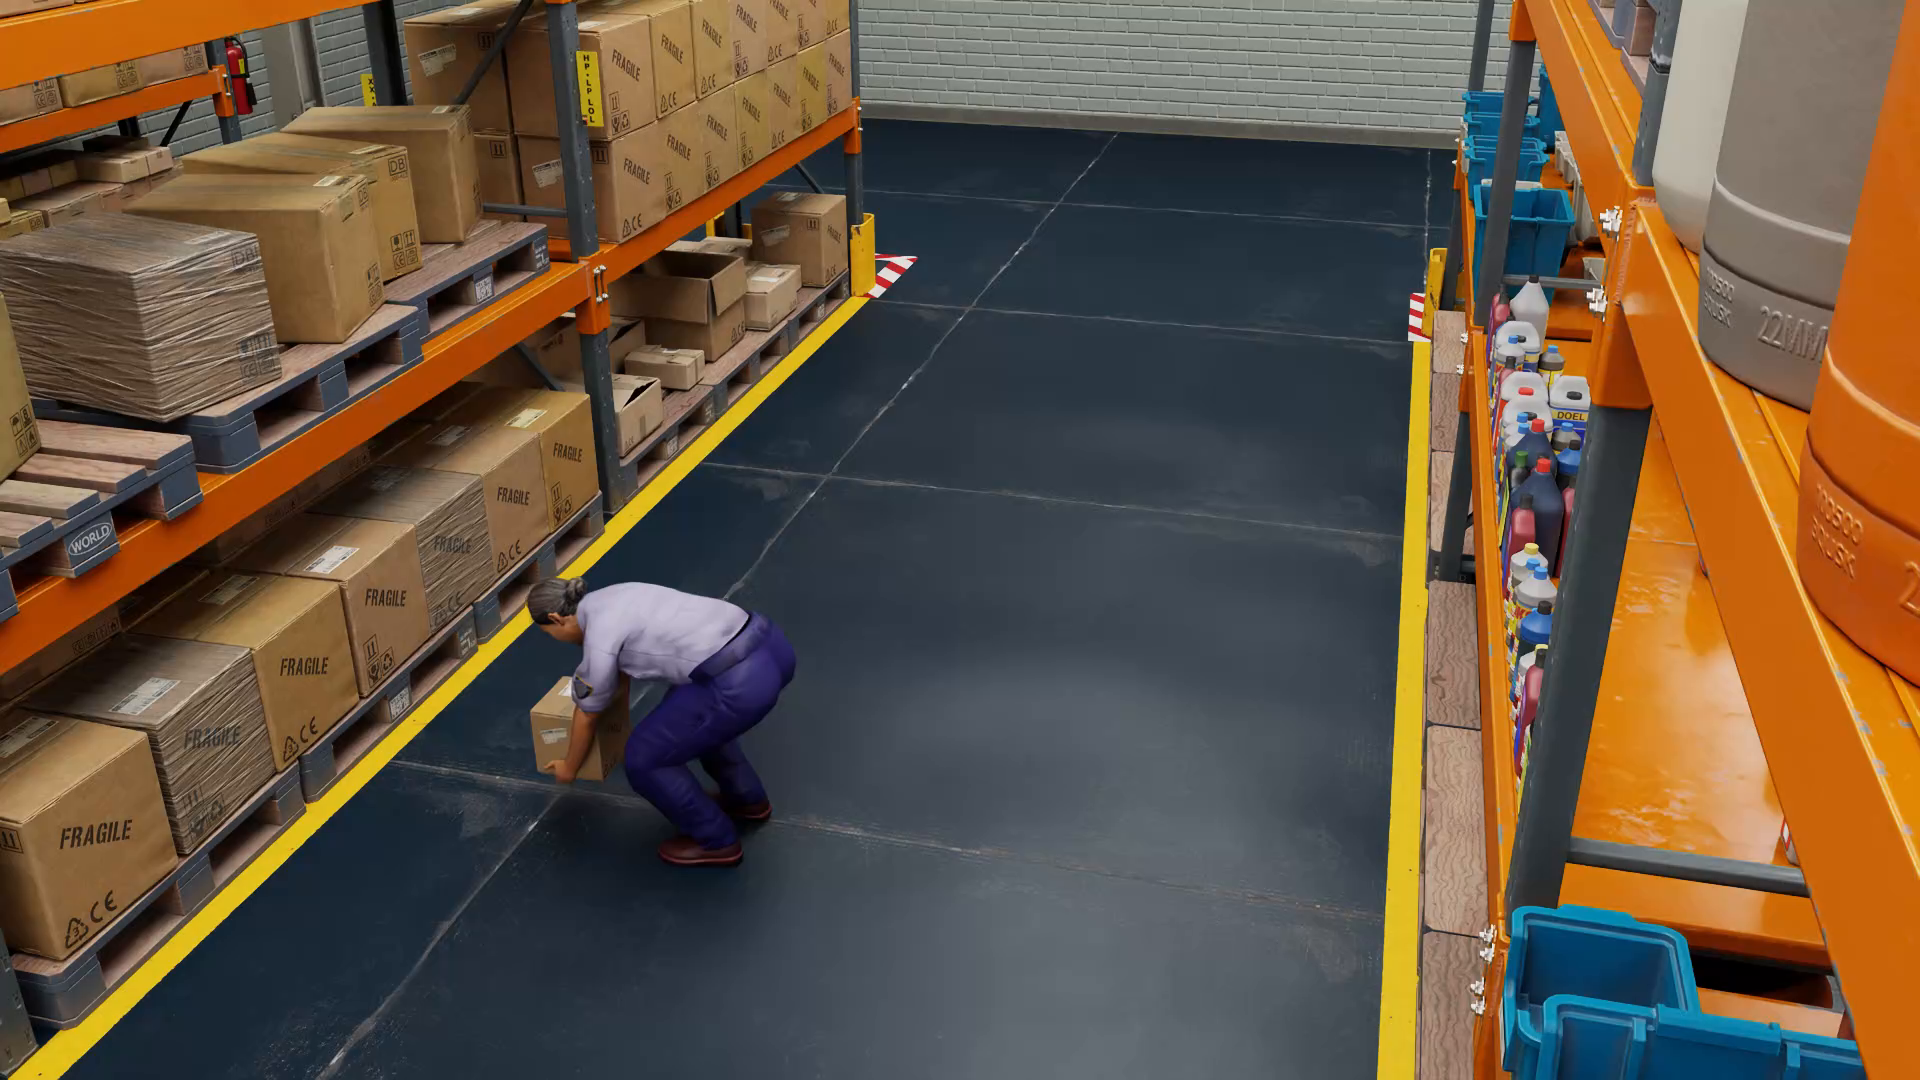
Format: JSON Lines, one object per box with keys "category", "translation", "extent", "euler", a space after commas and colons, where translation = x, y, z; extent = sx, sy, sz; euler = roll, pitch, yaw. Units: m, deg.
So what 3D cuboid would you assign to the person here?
{"category": "person", "translation": [-1.012, 0.587, 5.685], "extent": [0.892, 0.972, 0.520], "euler": [5, 26, 11]}
